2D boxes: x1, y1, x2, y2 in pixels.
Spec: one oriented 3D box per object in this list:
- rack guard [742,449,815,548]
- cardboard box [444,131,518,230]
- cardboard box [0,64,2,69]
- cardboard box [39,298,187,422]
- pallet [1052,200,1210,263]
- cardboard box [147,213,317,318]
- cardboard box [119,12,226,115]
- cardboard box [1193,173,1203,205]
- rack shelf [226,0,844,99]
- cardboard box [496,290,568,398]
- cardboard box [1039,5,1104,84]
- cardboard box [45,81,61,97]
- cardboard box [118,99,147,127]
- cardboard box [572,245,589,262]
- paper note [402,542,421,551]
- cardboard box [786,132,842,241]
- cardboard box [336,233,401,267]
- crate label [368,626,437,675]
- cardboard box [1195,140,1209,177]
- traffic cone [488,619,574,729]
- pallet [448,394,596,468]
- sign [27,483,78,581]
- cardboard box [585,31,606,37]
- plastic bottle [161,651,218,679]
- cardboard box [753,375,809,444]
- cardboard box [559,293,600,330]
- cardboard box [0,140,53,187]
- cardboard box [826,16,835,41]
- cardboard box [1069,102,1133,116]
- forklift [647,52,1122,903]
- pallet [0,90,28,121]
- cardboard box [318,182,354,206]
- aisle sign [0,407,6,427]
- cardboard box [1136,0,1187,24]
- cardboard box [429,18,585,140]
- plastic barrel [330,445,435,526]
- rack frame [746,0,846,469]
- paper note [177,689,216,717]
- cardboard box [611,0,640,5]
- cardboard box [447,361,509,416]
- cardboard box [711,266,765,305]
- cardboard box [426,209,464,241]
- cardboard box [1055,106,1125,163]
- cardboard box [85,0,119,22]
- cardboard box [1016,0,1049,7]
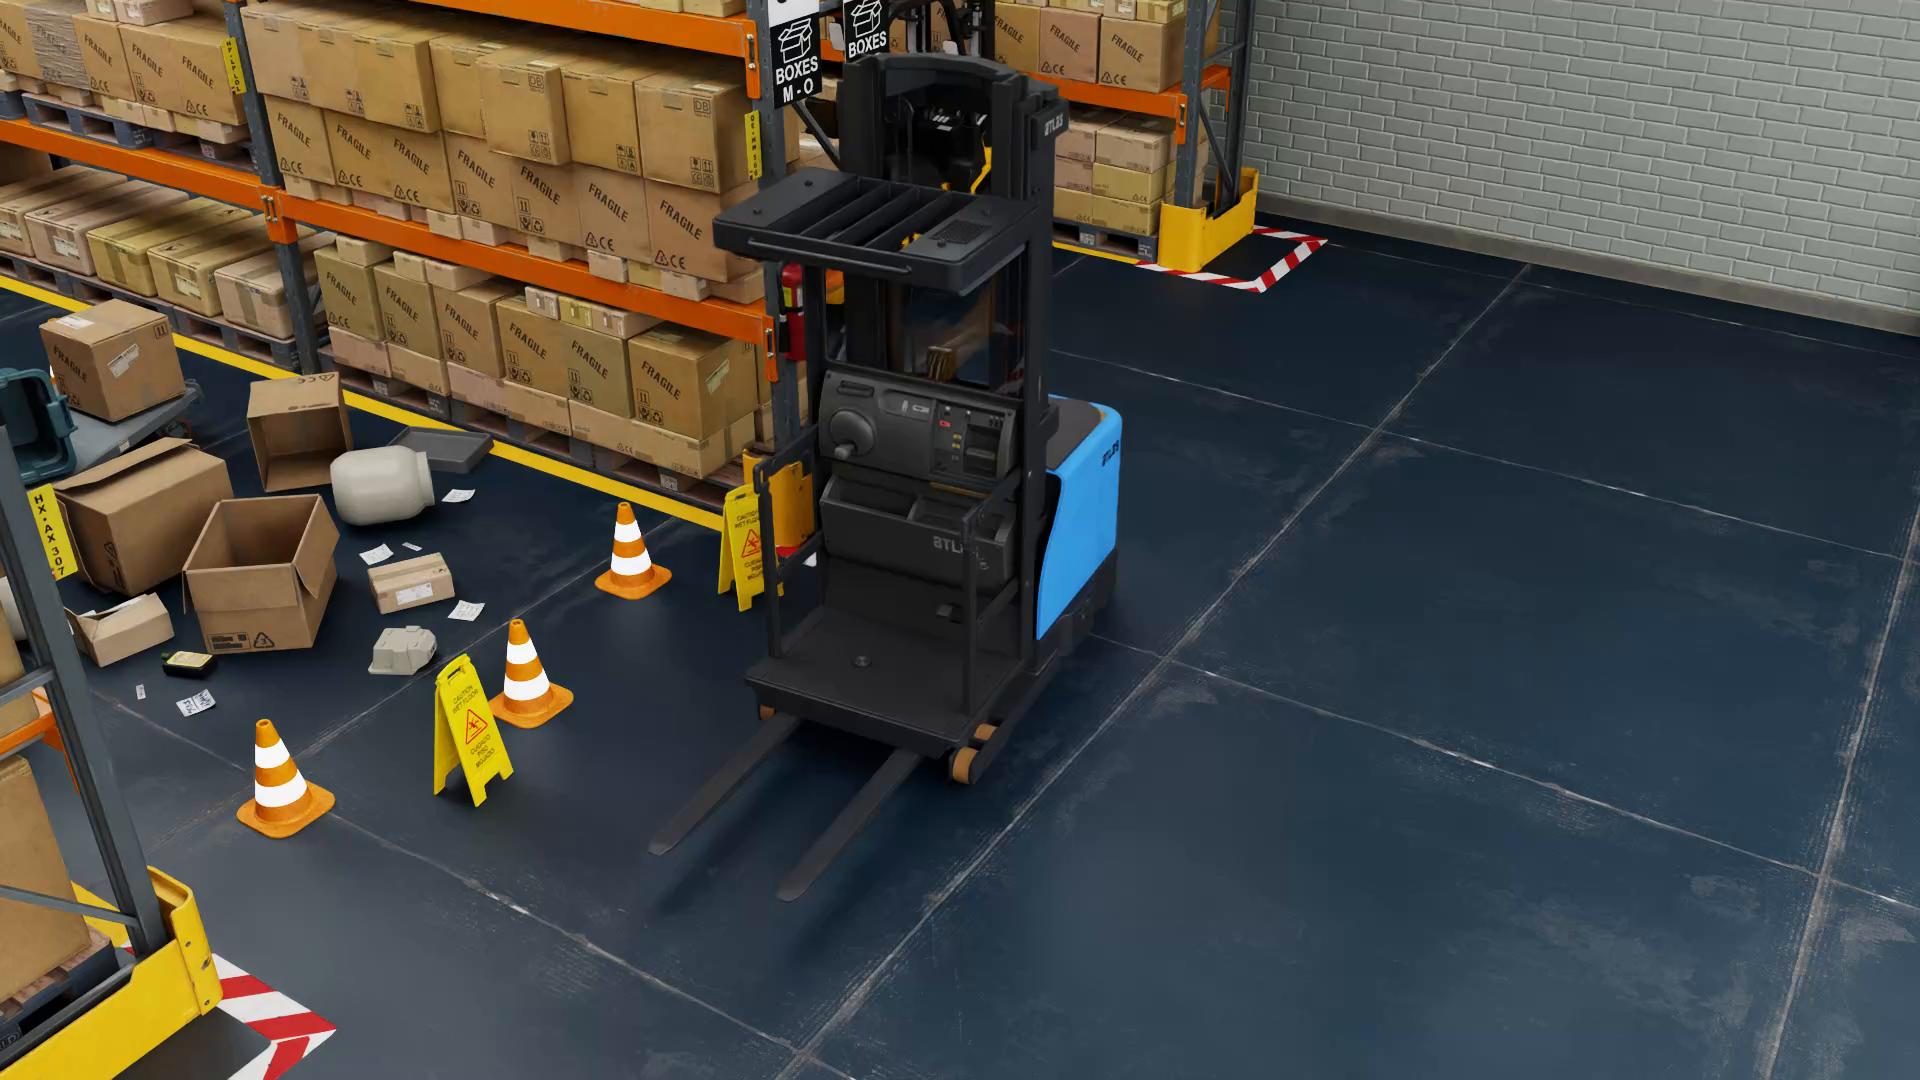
[{"bbox_3d":[-0.757,-0.457,9.538,0.348,0.500,1.175,18,35,27],"label":"rack guard"},{"bbox_3d":[-2.562,-2.132,9.533,0.500,0.500,0.500,18,35,28],"label":"cardboard box"},{"bbox_3d":[-6.765,-3.657,11.731,0.500,0.500,0.500,20,35,30],"label":"cardboard box"},{"bbox_3d":[-5.002,-1.068,9.833,0.500,0.500,0.500,18,35,27],"label":"cardboard box"},{"bbox_3d":[1.273,-2.619,13.529,1.213,0.211,1.003,18,35,27],"label":"pallet"},{"bbox_3d":[-5.137,-1.965,11.833,0.625,0.372,0.950,20,36,30],"label":"cardboard box"},{"bbox_3d":[-5.015,-3.099,10.775,0.500,0.500,0.500,18,35,28],"label":"cardboard box"},{"bbox_3d":[1.631,-2.845,13.462,0.500,0.250,0.500,18,35,28],"label":"cardboard box"},{"bbox_3d":[-2.387,-3.037,9.217,4.000,0.370,1.077,18,35,27],"label":"rack shelf"},{"bbox_3d":[-2.378,-1.214,9.922,0.500,0.500,0.500,17,34,26],"label":"cardboard box"},{"bbox_3d":[0.952,-3.842,12.760,0.500,0.500,0.500,19,35,29],"label":"cardboard box"},{"bbox_3d":[-6.136,-3.210,11.609,0.250,0.149,0.380,19,35,29],"label":"cardboard box"},{"bbox_3d":[-5.332,-2.880,11.042,0.250,0.149,0.380,18,35,28],"label":"cardboard box"},{"bbox_3d":[-1.979,-1.700,9.437,0.250,0.149,0.380,18,35,28],"label":"cardboard box"},{"bbox_3d":[-3.026,0.036,9.178,0.123,0.001,0.032,18,35,27],"label":"paper note"},{"bbox_3d":[-0.947,-1.934,9.193,0.500,0.500,0.500,17,34,27],"label":"cardboard box"},{"bbox_3d":[-3.651,-1.854,10.375,0.250,0.149,0.380,18,35,28],"label":"cardboard box"},{"bbox_3d":[-2.744,0.536,8.196,0.298,0.136,0.250,1,30,2],"label":"crate label"},{"bbox_3d":[1.655,-3.060,13.335,0.500,0.250,0.500,18,35,28],"label":"cardboard box"},{"bbox_3d":[-2.045,0.579,7.798,0.334,0.463,0.336,18,35,27],"label":"traffic cone"},{"bbox_3d":[-2.456,-0.893,10.570,1.213,0.211,1.003,18,35,27],"label":"pallet"},{"bbox_3d":[-2.939,-0.020,5.370,0.005,0.325,0.100,18,35,27],"label":"sign"},{"bbox_3d":[-3.754,-4.590,16.082,0.625,0.625,0.875,19,35,29],"label":"cardboard box"},{"bbox_3d":[-3.803,0.606,8.150,0.283,0.061,0.133,6,31,10],"label":"plastic bottle"},{"bbox_3d":[-1.229,-0.845,10.033,0.500,0.250,0.500,17,34,27],"label":"cardboard box"},{"bbox_3d":[-2.068,-1.356,9.522,0.250,0.149,0.380,18,35,28],"label":"cardboard box"},{"bbox_3d":[-8.009,-3.144,13.354,0.875,0.875,0.875,17,34,27],"label":"cardboard box"},{"bbox_3d":[-0.758,-4.388,13.696,0.500,0.500,0.500,18,35,28],"label":"cardboard box"},{"bbox_3d":[1.211,-3.404,13.427,0.500,0.250,0.500,18,35,27],"label":"cardboard box"},{"bbox_3d":[-0.287,-0.434,7.086,1.130,2.935,3.031,14,33,22],"label":"forklift"},{"bbox_3d":[-6.808,-3.432,12.346,1.003,0.211,1.213,18,35,27],"label":"pallet"},{"bbox_3d":[-3.743,-2.213,10.316,0.250,0.149,0.380,19,35,29],"label":"cardboard box"},{"bbox_3d":[-3.019,-0.609,4.737,0.004,0.787,0.394,18,35,27],"label":"aisle sign"},{"bbox_3d":[1.500,-3.933,12.272,0.250,0.149,0.380,18,35,28],"label":"cardboard box"},{"bbox_3d":[-2.502,-2.588,9.323,0.500,0.500,0.700,17,34,27],"label":"cardboard box"},{"bbox_3d":[-3.247,-0.311,9.363,0.512,0.421,0.421,-9,32,-15],"label":"plastic barrel"},{"bbox_3d":[-0.693,-1.517,8.873,0.127,3.000,1.000,18,35,27],"label":"rack frame"},{"bbox_3d":[-3.629,0.773,7.897,0.144,0.017,0.142,-21,36,-32],"label":"paper note"},{"bbox_3d":[-1.579,-2.818,8.377,0.250,0.149,0.380,19,35,29],"label":"cardboard box"},{"bbox_3d":[-2.816,-1.029,10.350,0.500,0.250,0.500,17,34,27],"label":"cardboard box"},{"bbox_3d":[-1.123,-1.417,8.952,0.250,0.149,0.380,19,35,29],"label":"cardboard box"},{"bbox_3d":[-2.906,-1.912,9.800,0.250,0.149,0.380,18,35,28],"label":"cardboard box"},{"bbox_3d":[0.951,-3.186,13.055,0.500,0.250,0.500,18,35,28],"label":"cardboard box"},{"bbox_3d":[-5.427,-3.491,10.803,0.250,0.149,0.380,16,34,25],"label":"cardboard box"},{"bbox_3d":[0.626,-4.207,12.741,0.250,0.149,0.380,16,34,26],"label":"cardboard box"}]
